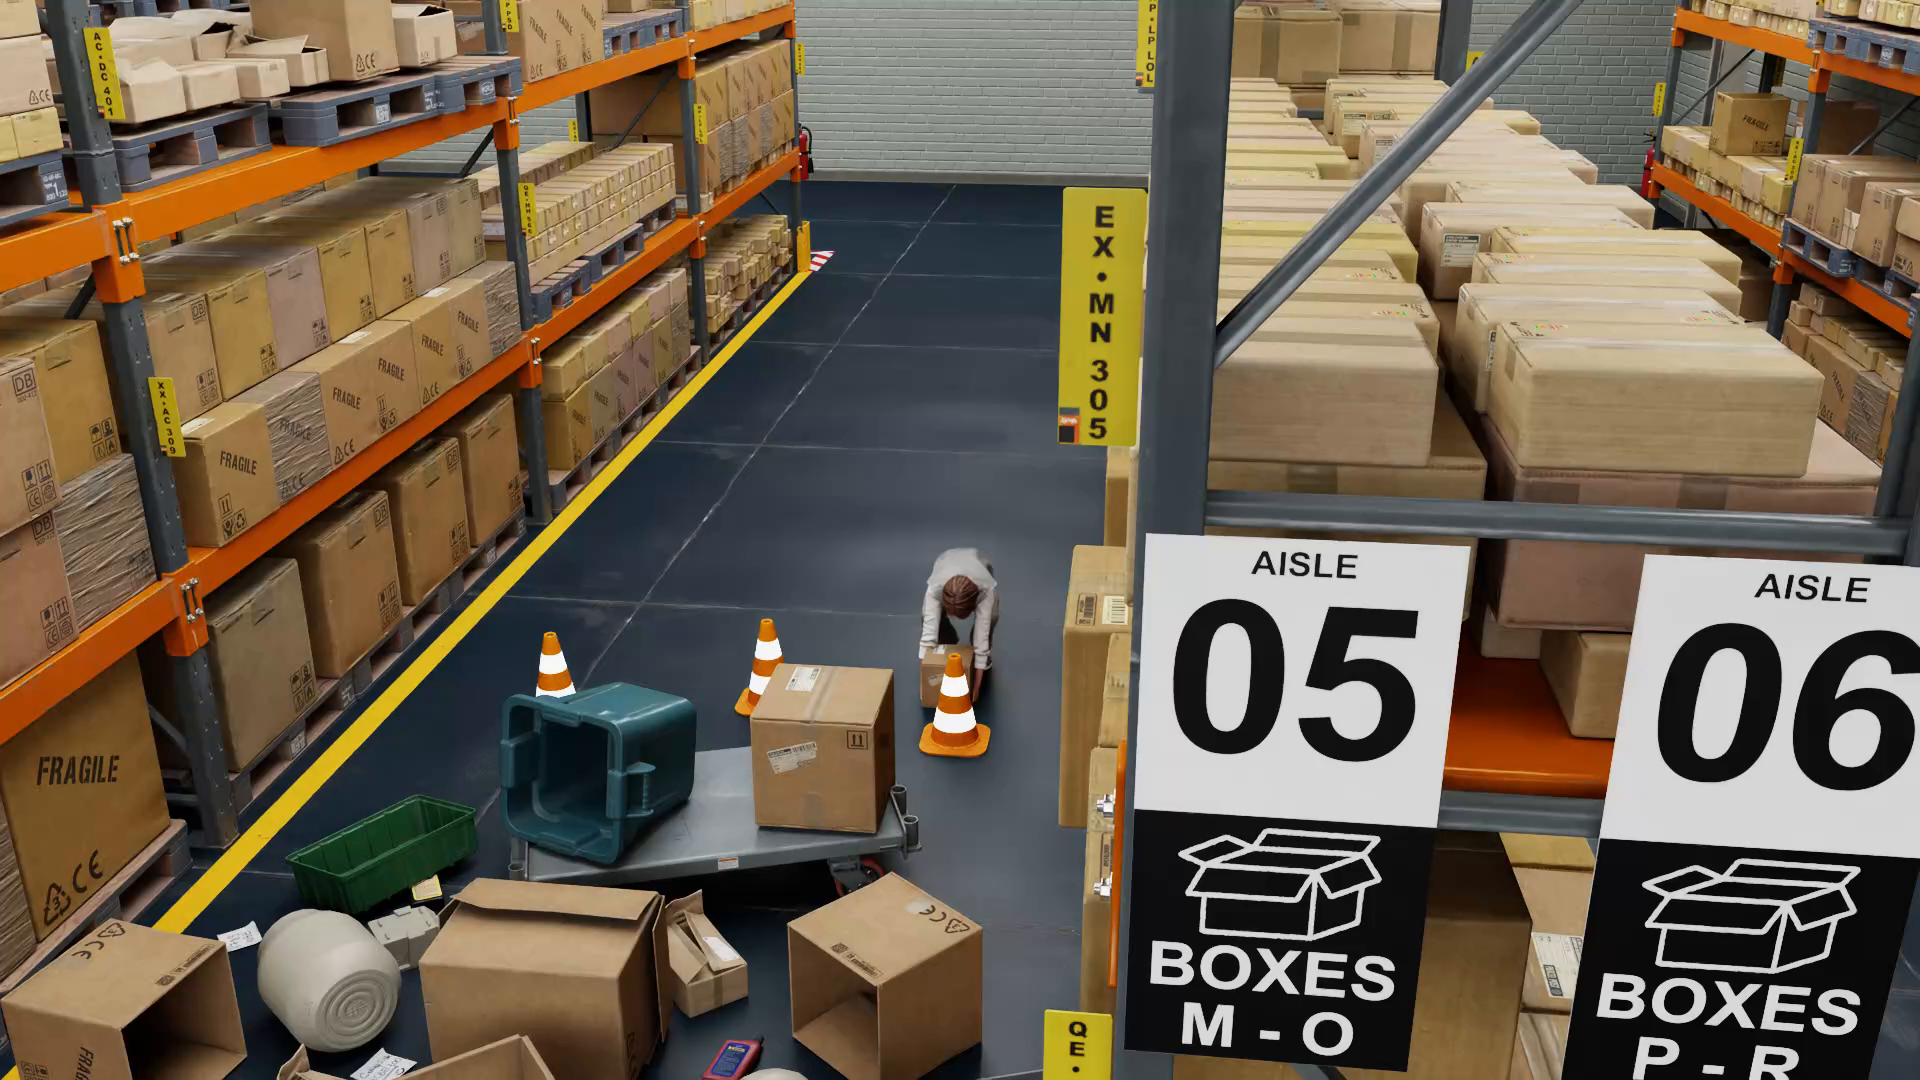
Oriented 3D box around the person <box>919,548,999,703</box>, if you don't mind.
[{"bbox_3d":[0.004,0.405,8.858,0.413,0.707,0.856,2,22,5],"label":"person"}]
